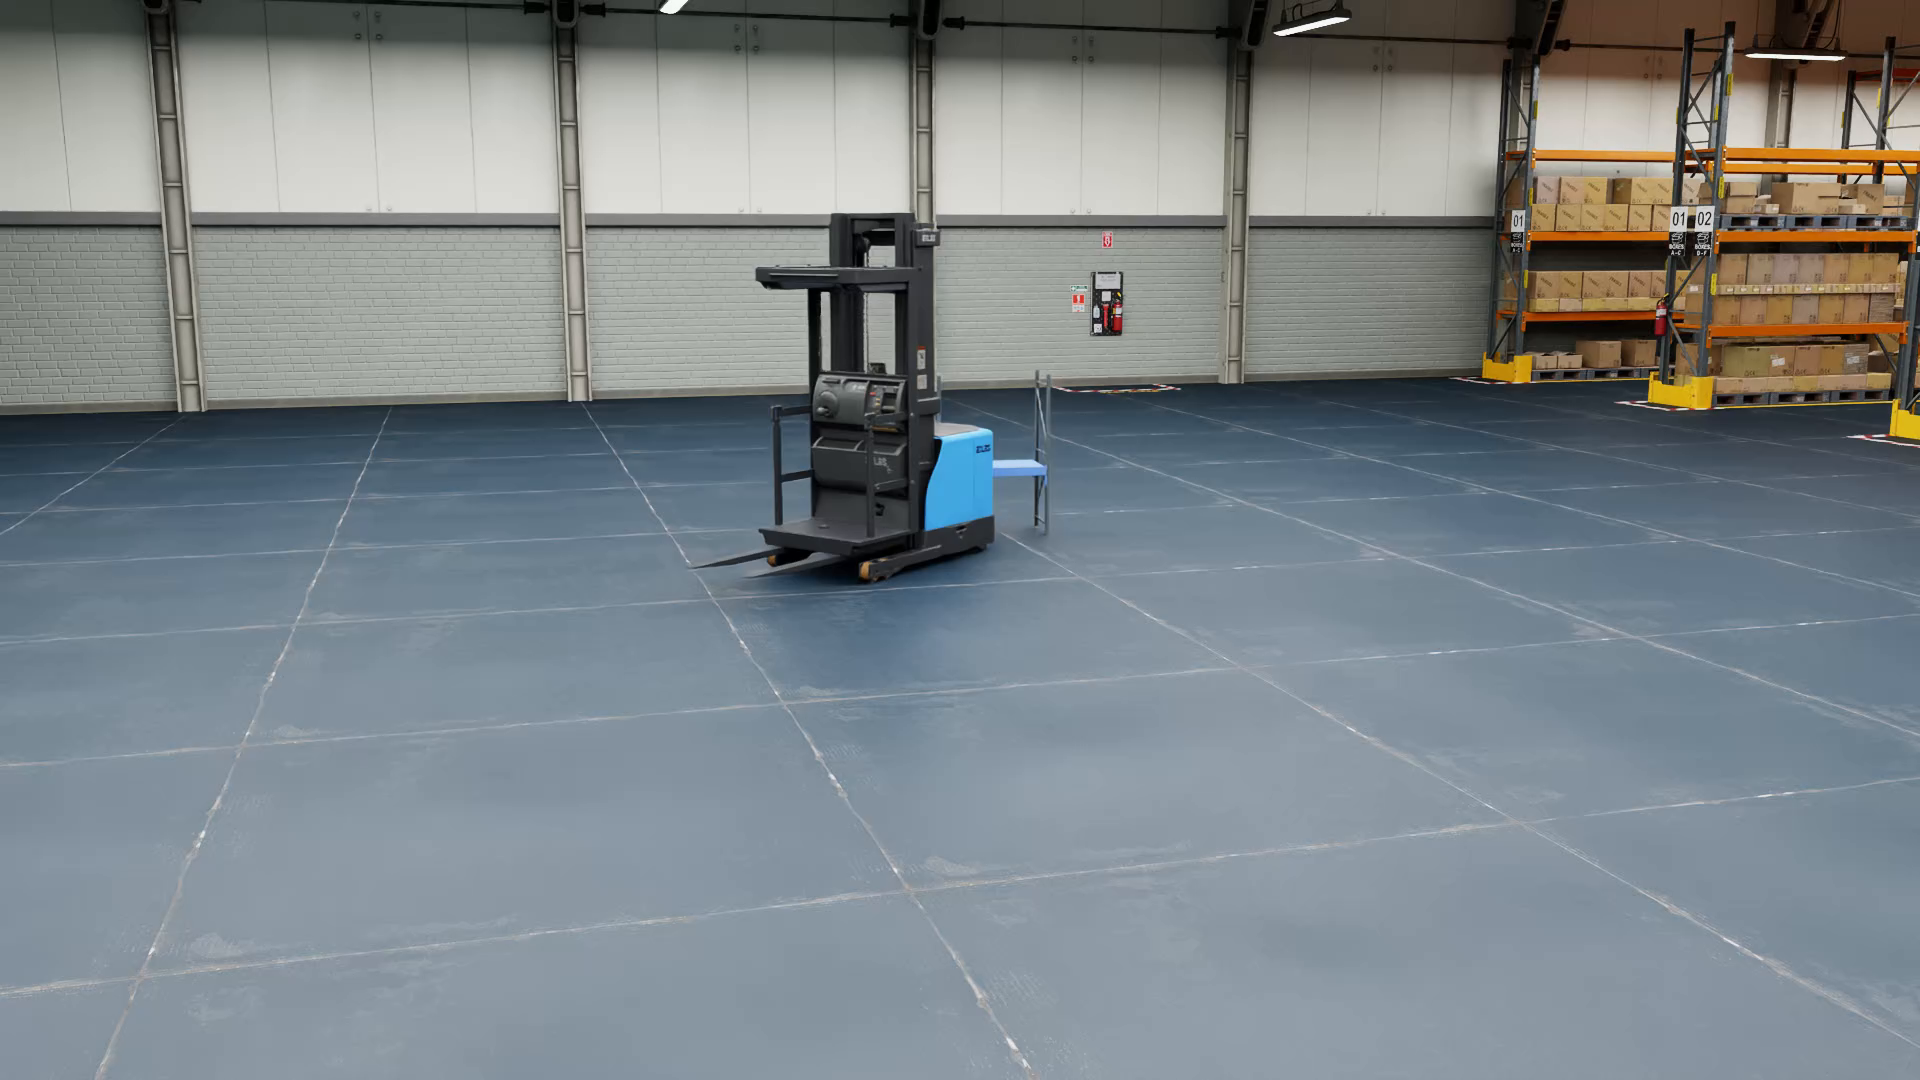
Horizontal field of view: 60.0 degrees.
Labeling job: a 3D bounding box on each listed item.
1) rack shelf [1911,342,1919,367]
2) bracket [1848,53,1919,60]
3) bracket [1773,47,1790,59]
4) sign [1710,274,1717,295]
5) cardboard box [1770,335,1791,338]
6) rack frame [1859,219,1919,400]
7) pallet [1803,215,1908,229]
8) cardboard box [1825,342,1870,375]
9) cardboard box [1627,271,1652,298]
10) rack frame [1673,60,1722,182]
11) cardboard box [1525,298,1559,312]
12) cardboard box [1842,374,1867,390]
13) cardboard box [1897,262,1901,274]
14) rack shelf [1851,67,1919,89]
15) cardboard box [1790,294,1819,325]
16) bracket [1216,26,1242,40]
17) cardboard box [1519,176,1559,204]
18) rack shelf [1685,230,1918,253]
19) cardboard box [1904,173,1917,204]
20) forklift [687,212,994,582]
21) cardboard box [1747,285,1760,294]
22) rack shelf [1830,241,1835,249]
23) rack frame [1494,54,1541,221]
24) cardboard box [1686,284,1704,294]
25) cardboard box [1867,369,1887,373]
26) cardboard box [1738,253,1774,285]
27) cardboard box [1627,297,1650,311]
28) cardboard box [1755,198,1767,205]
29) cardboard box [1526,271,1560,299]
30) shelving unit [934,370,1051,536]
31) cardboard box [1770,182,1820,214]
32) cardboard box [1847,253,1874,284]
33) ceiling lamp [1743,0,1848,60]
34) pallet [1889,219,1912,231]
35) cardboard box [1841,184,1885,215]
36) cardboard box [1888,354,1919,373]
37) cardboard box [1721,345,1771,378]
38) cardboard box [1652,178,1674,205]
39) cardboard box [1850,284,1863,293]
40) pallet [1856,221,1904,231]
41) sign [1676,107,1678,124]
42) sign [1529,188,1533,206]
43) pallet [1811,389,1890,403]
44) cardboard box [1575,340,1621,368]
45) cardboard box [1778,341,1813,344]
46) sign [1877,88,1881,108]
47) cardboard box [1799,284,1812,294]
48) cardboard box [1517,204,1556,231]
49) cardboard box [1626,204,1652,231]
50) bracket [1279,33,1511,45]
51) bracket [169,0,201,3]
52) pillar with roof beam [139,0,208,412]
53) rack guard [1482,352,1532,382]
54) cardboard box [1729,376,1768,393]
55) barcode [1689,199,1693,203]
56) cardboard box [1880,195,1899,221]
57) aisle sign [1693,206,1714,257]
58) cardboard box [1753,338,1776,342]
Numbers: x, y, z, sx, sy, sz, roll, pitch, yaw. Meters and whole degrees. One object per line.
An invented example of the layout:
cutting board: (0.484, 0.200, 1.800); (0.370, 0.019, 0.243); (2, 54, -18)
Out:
rack shelf: (15.127, -2.581, 22.973); (4.000, 0.370, 1.077); (-3, 11, -16)
bracket: (19.600, -9.856, 33.990); (4.783, 0.066, 0.076); (-3, 11, -16)
bracket: (16.330, -9.683, 33.054); (0.430, 0.232, 0.235); (-3, 11, -16)
sign: (11.975, -4.063, 26.426); (0.005, 0.325, 0.100); (-3, 11, -16)
cardboard box: (16.385, -4.226, 33.540); (0.500, 0.250, 0.500); (-3, 11, -16)
rack frame: (15.666, -3.898, 28.136); (0.127, 3.000, 1.000); (-3, 11, -16)
pallet: (14.855, -5.282, 27.614); (1.213, 0.211, 1.003); (-3, 11, -16)
cardboard box: (14.799, -3.036, 27.819); (0.500, 0.500, 0.500); (-3, 11, -16)
cardboard box: (12.947, -4.936, 32.064); (0.500, 0.500, 0.500); (-3, 11, -18)
rack frame: (14.278, -7.709, 32.270); (0.127, 3.000, 1.000); (-3, 11, -16)
cardboard box: (10.995, -4.462, 31.560); (0.500, 0.250, 0.500); (-3, 11, -18)
cardboard box: (14.800, -2.667, 27.885); (0.500, 0.250, 0.500); (-3, 11, -16)
cardboard box: (18.655, -5.515, 33.696); (0.500, 0.250, 0.500); (-3, 11, -15)
rack shelf: (20.039, -9.293, 33.683); (4.000, 0.370, 1.077); (-3, 11, -16)
cardboard box: (13.763, -3.845, 27.572); (0.500, 0.500, 0.700); (-3, 11, -14)
bracket: (4.808, -9.076, 29.755); (0.430, 0.232, 0.235); (-3, 11, -16)
cardboard box: (10.876, -6.559, 31.217); (0.500, 0.500, 0.500); (-4, 11, -20)
rack shelf: (13.746, -4.918, 27.380); (4.000, 0.370, 1.077); (-3, 11, -16)
cardboard box: (16.270, -5.899, 27.905); (0.500, 0.500, 0.500); (-3, 11, -15)
forklift: (-0.965, -1.200, 13.671); (1.130, 2.935, 3.031); (7, 13, 35)
cardboard box: (12.755, -4.072, 27.016); (0.250, 0.149, 0.380); (-3, 11, -16)
rack shelf: (16.199, -5.981, 33.156); (4.000, 0.370, 1.077); (-3, 11, -16)
rack frame: (10.438, -7.506, 31.170); (0.127, 3.000, 1.000); (-3, 11, -16)
cardboard box: (12.140, -4.116, 27.254); (0.250, 0.149, 0.380); (-3, 11, -17)
cardboard box: (15.984, -2.823, 28.735); (0.500, 0.250, 0.500); (-3, 11, -16)
cardboard box: (12.832, -4.434, 27.191); (0.500, 0.500, 0.700); (-3, 11, -17)
cardboard box: (12.949, -4.566, 32.126); (0.500, 0.250, 0.500); (-3, 11, -16)
cardboard box: (12.858, -5.476, 27.294); (0.500, 0.250, 0.500); (-3, 11, -16)
cardboard box: (10.980, -4.833, 31.505); (0.500, 0.500, 0.500); (-3, 11, -16)
shelving unit: (0.268, -0.804, 15.473); (1.048, 1.500, 0.538); (-2, 11, -10)
cardboard box: (13.497, -5.531, 26.904); (0.500, 0.500, 0.500); (-3, 11, -16)
cardboard box: (14.757, -4.535, 27.742); (0.500, 0.500, 0.700); (-3, 11, -16)
ceiling lamp: (14.933, -10.085, 29.055); (2.000, 3.185, 0.800); (-3, 11, -16)
pallet: (16.510, -5.326, 28.137); (1.217, 0.209, 0.805); (-3, 11, -18)
cardboard box: (15.109, -5.718, 27.916); (0.500, 0.500, 0.500); (-2, 11, -11)
cardboard box: (16.133, -3.005, 28.175); (0.500, 0.311, 0.500); (-3, 11, -16)
cardboard box: (12.883, -2.932, 27.257); (0.500, 0.500, 0.500); (-3, 11, -16)
cardboard box: (13.347, -6.682, 31.885); (0.500, 0.500, 0.500); (-2, 11, -13)
cardboard box: (14.725, -4.175, 27.578); (0.250, 0.149, 0.380); (-3, 11, -16)
pallet: (18.722, -6.385, 33.885); (1.003, 0.211, 1.213); (-2, 11, -13)
sign: (14.118, -8.342, 32.693); (0.005, 0.325, 0.100); (-3, 11, -16)
sign: (10.590, -6.367, 30.851); (0.005, 0.325, 0.100); (-3, 11, -16)
pallet: (14.891, -2.493, 28.210); (1.213, 0.211, 1.003); (-3, 11, -16)
cardboard box: (12.393, -3.620, 32.316); (0.500, 0.500, 0.700); (-4, 11, -20)
cardboard box: (14.174, -3.101, 28.173); (0.500, 0.500, 0.500); (-3, 11, -16)
sign: (15.503, -7.440, 28.011); (0.005, 0.325, 0.100); (-3, 11, -16)
cardboard box: (13.739, -4.123, 27.295); (0.250, 0.149, 0.380); (-3, 11, -15)
cardboard box: (10.829, -6.064, 31.287); (0.500, 0.500, 0.500); (-3, 11, -14)
cardboard box: (12.852, -6.166, 31.843); (0.500, 0.500, 0.500); (-3, 11, -18)
bracket: (8.079, -9.249, 30.692); (4.783, 0.066, 0.076); (-3, 11, -16)
bracket: (-11.678, -8.207, 25.035); (0.430, 0.232, 0.235); (-3, 11, -16)
pillar with roof beam: (-10.972, -5.729, 21.517); (0.548, 9.000, 9.100); (-3, 11, -16)
rack guard: (10.511, -3.331, 31.961); (0.348, 0.500, 1.175); (-3, 11, -16)
cardboard box: (12.882, -2.564, 27.326); (0.500, 0.250, 0.500); (-3, 11, -16)
barcode: (11.981, -5.555, 27.251); (0.075, 0.075, 0.001); (-3, 11, -16)
cardboard box: (18.560, -6.736, 33.777); (0.500, 0.500, 0.700); (-4, 11, -20)
aisle sign: (11.848, -4.917, 26.494); (0.004, 0.787, 0.394); (-3, 11, -16)
cardboard box: (15.964, -3.839, 33.509); (0.500, 0.500, 0.700); (-3, 11, -15)
